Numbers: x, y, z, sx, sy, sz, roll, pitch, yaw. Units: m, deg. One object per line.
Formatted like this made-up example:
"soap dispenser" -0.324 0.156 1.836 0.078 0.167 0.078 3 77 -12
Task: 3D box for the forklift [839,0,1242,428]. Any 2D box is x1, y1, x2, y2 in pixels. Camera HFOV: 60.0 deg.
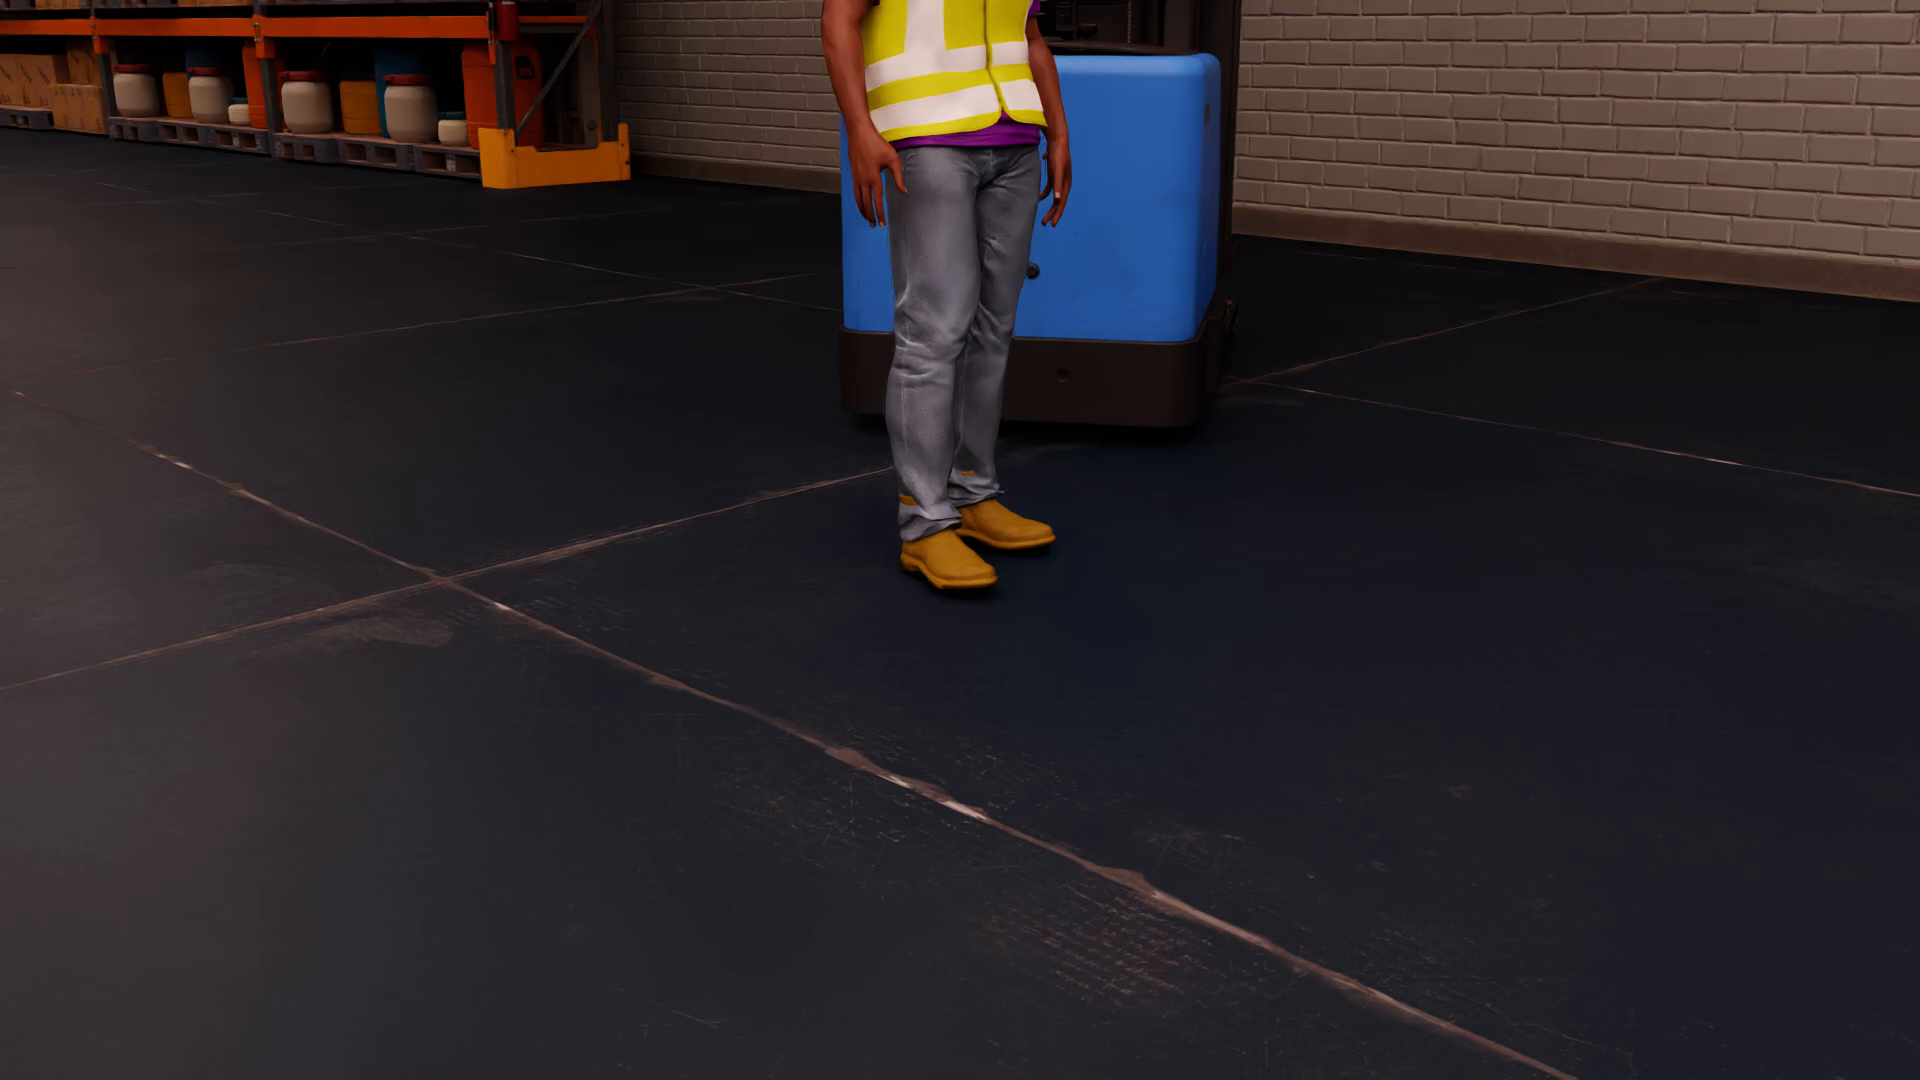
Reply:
"forklift" 0.450 -2.109 5.761 1.130 2.935 3.031 4 17 11

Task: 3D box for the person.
"person" 0.047 -0.835 3.582 0.574 1.769 0.665 16 23 42
